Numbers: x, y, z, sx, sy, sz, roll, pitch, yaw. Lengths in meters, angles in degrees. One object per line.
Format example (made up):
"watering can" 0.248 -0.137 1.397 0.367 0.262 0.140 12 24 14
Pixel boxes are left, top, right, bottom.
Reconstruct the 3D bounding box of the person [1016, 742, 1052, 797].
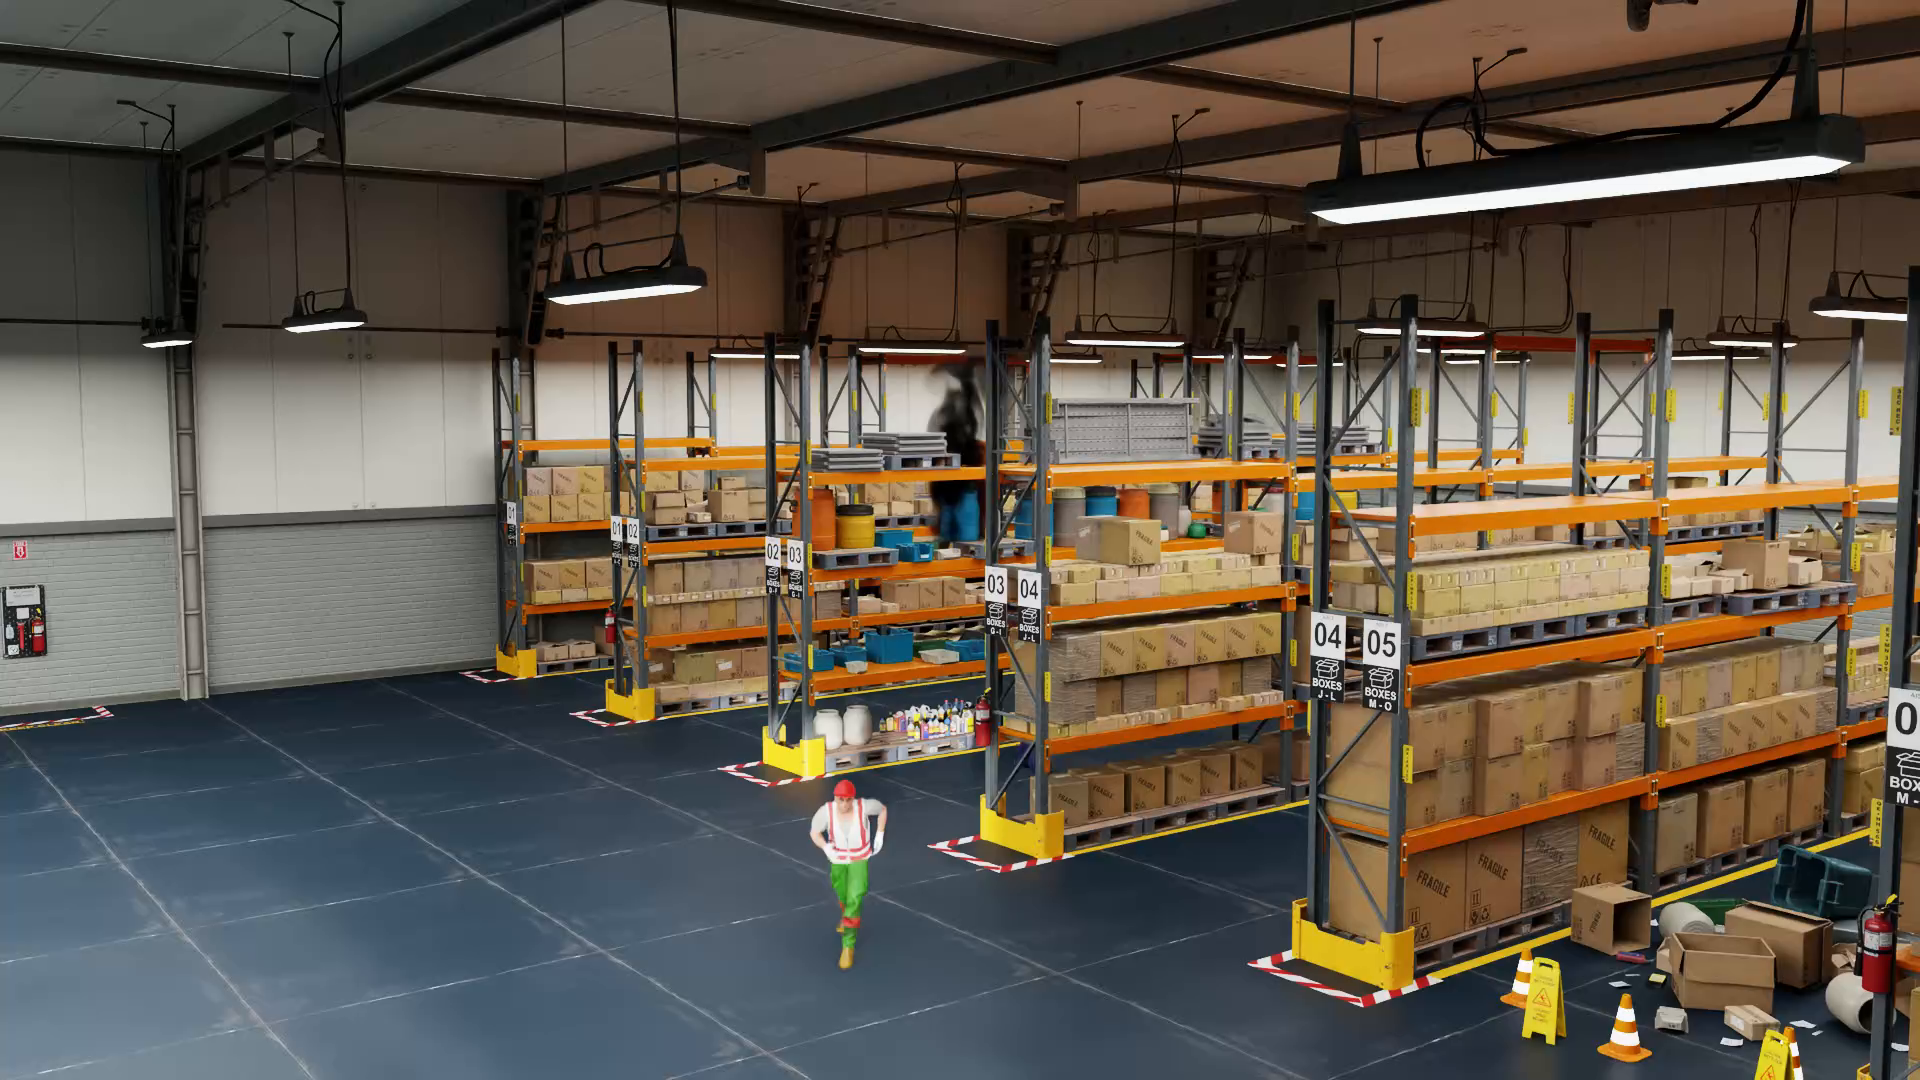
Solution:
"person" 1.014 2.503 21.377 0.554 1.601 0.621 -3 6 -32

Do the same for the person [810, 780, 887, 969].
"person" -1.025 2.991 15.383 0.704 1.734 1.052 0 5 -2
